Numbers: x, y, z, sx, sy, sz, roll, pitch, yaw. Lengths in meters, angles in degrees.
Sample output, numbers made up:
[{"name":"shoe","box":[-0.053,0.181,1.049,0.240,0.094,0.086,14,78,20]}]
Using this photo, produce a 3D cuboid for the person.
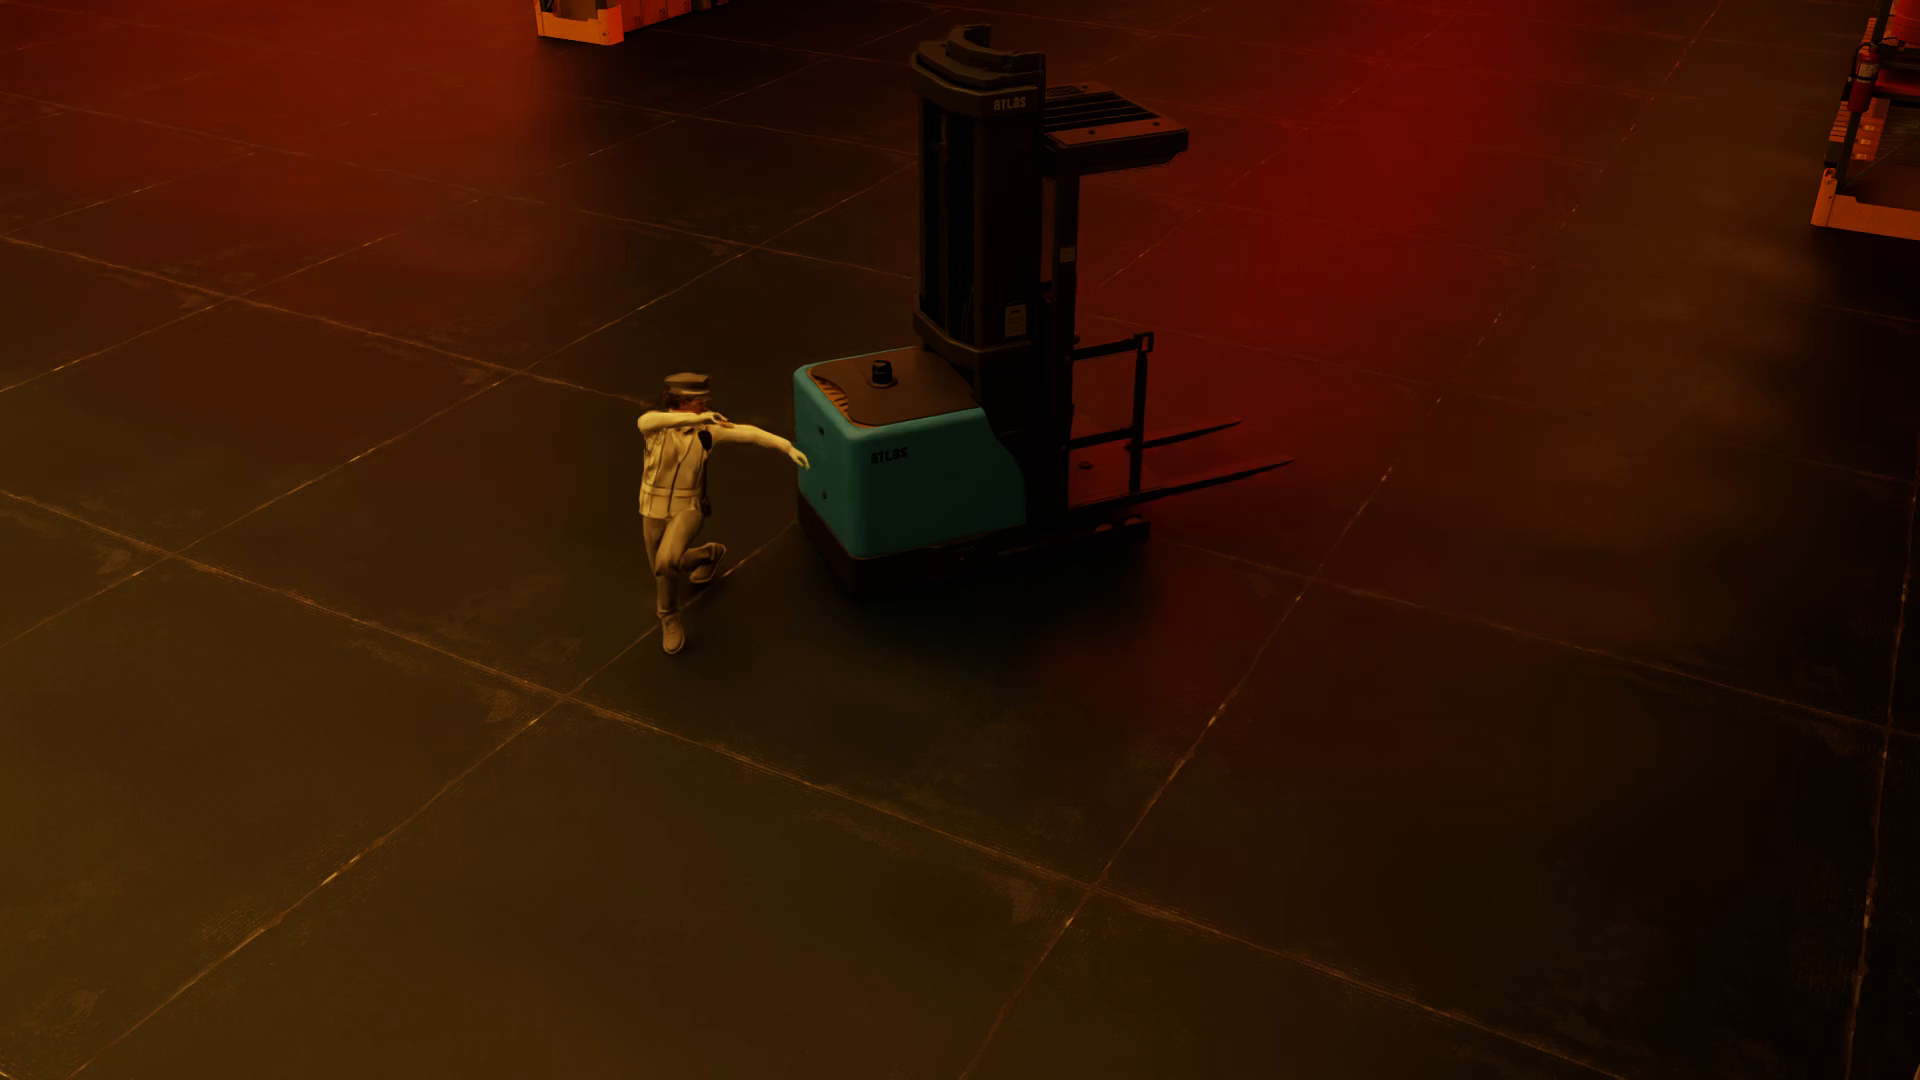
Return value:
[{"name":"person","box":[-1.292,-0.199,8.964,0.893,1.375,0.925,2,30,3]}]

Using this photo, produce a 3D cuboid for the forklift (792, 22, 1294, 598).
[{"name":"forklift","box":[0.582,-1.424,9.539,3.031,2.935,1.130,-13,32,-21]}]
